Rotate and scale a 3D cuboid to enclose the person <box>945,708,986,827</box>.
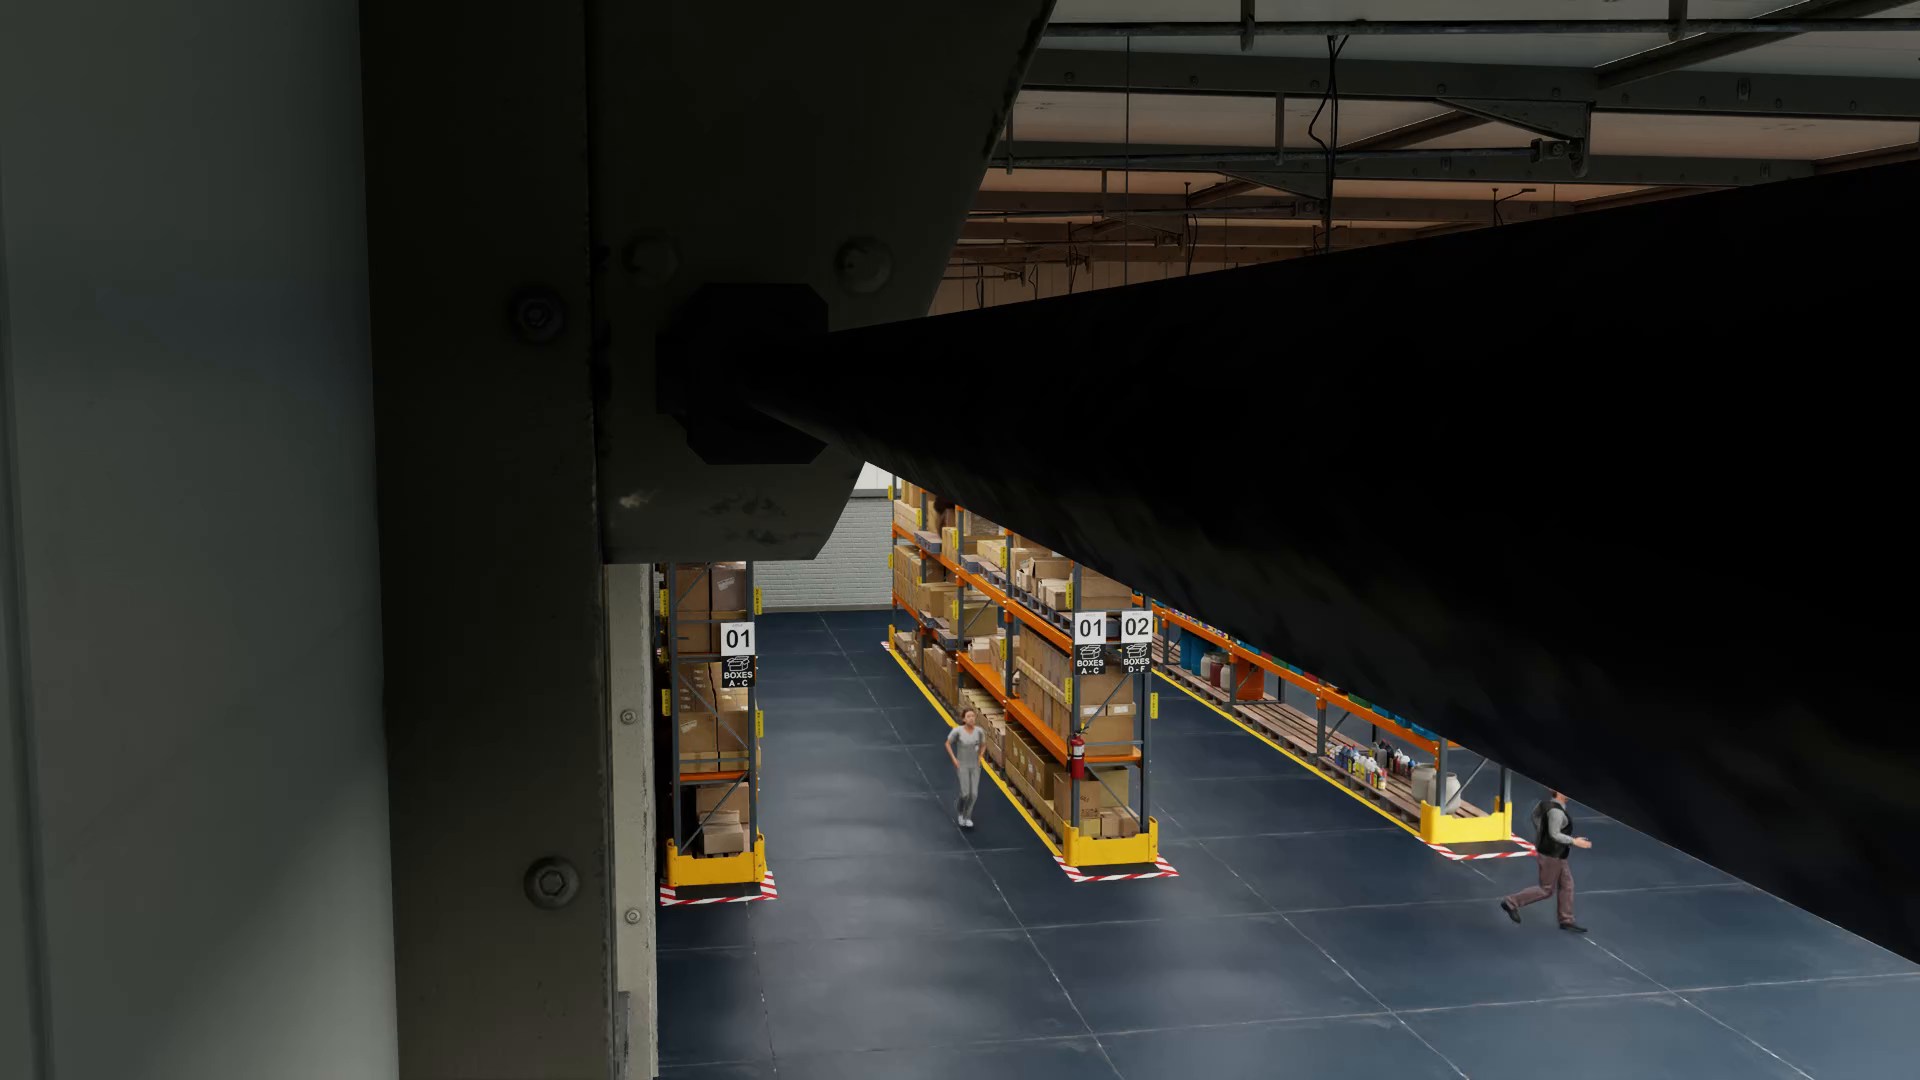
[{"bbox_3d":[0.110,3.086,22.484,0.545,1.643,0.514,-2,6,-16],"label":"person"}]

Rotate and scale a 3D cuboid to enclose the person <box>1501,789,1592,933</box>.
[{"bbox_3d":[6.491,3.493,18.409,0.934,1.709,0.648,2,6,15],"label":"person"}]
